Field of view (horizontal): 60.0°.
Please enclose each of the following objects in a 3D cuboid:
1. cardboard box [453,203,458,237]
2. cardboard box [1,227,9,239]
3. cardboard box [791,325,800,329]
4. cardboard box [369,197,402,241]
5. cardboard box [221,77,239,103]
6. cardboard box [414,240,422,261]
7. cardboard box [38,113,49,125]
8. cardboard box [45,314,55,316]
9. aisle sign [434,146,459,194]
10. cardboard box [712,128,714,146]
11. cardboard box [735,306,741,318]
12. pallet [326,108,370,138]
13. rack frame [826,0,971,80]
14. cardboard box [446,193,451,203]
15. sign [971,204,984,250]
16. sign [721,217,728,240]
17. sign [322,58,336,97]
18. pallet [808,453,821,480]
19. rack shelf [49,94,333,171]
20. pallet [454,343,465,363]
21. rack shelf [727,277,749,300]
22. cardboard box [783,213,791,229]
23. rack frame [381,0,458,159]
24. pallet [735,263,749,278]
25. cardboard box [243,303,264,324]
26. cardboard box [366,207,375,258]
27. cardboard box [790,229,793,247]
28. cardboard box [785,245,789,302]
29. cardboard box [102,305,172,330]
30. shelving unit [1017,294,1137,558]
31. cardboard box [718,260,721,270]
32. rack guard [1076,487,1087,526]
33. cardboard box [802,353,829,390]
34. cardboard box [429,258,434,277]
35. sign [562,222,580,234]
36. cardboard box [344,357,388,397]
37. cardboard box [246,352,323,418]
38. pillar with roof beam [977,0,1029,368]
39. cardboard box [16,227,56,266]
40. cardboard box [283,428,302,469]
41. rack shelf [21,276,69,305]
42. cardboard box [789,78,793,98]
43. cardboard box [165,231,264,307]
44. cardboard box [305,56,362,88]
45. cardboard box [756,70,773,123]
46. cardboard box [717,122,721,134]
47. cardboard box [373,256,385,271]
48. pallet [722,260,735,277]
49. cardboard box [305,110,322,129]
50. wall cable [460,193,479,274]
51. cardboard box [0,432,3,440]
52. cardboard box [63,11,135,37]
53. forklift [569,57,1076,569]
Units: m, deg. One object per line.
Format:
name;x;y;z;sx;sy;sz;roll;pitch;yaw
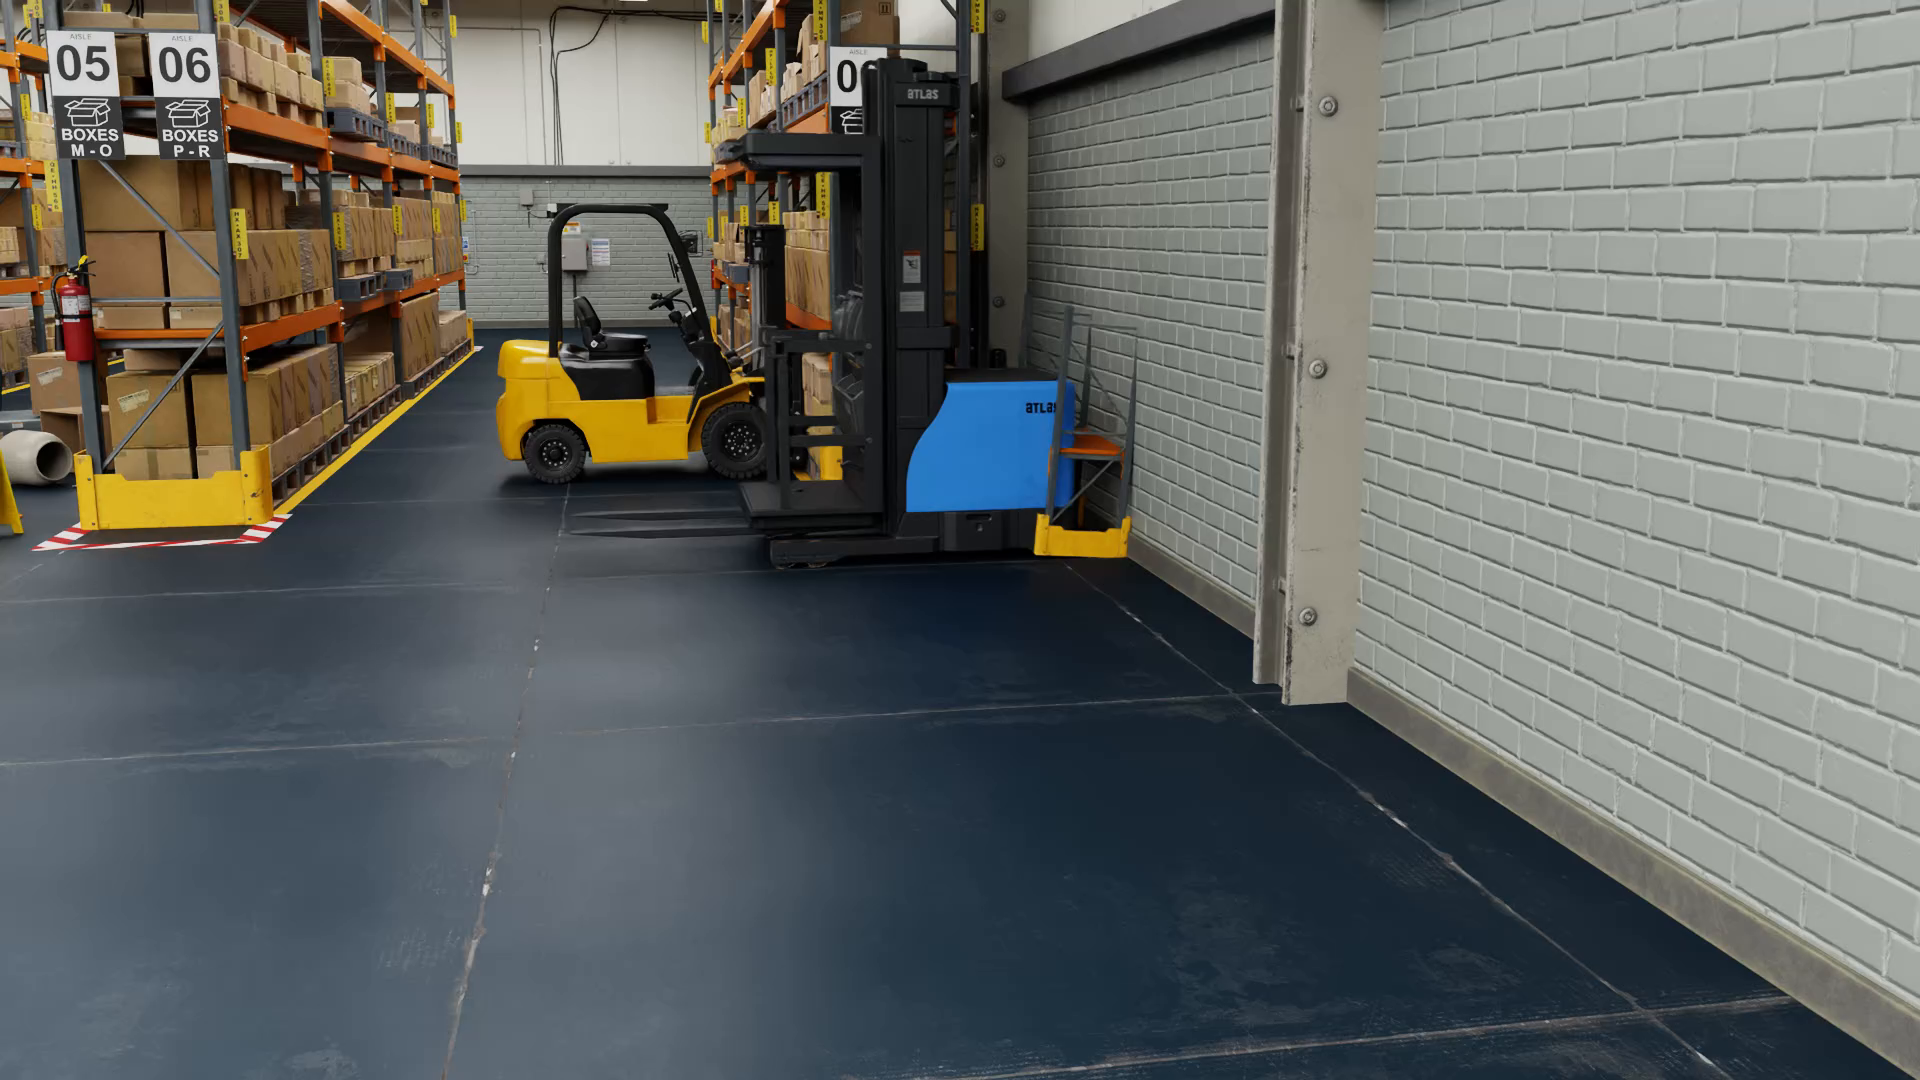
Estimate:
cardboard box;-7.947;-4.876;25.350;0.500;0.500;0.500;-2;11;-11
cardboard box;-12.140;-3.837;20.792;0.380;0.149;0.250;-2;11;-13
cardboard box;-1.873;-2.149;19.192;0.875;0.625;0.625;-2;11;-9
cardboard box;-6.705;-3.682;19.080;0.500;0.500;0.500;-2;11;-13
cardboard box;-5.039;-2.998;11.077;0.380;0.149;0.250;-2;11;-11
cardboard box;-6.975;-3.597;20.636;0.500;0.250;0.500;-2;11;-10
cardboard box;-12.412;-5.626;22.207;0.380;0.149;0.250;-2;11;-13
cardboard box;-13.472;-3.301;24.928;0.380;0.149;0.250;-3;11;-14
aisle sign;-8.115;-5.812;26.255;0.394;0.787;0.004;-2;11;-11
cardboard box;-3.617;-6.298;26.011;0.500;0.250;0.500;-2;11;-11
cardboard box;-2.950;-3.179;23.205;0.380;0.149;0.250;-2;11;-8
pallet;-6.087;-3.808;15.159;1.213;0.211;1.003;-2;11;-11
rack frame;-0.425;-4.704;11.343;1.000;3.000;0.127;-2;11;-11
cardboard box;-7.925;-5.173;25.175;0.380;0.149;0.250;-2;11;-10
sign;0.121;-2.240;11.916;0.100;0.325;0.005;-2;11;-11
sign;-3.290;-4.362;23.275;0.100;0.325;0.005;-2;11;-11
sign;-5.540;-4.058;14.589;0.100;0.325;0.005;-2;11;-11
pallet;-0.615;-0.526;12.894;1.003;0.211;1.213;-2;11;-11
rack shelf;-5.682;-3.063;12.666;1.077;0.370;4.000;-2;11;-11
pallet;-7.939;-2.773;24.702;1.003;0.211;1.213;-2;11;-11
rack shelf;-2.370;-3.237;21.607;1.077;0.370;4.000;-2;11;-11
cardboard box;-1.432;-2.935;15.297;0.380;0.149;0.250;-2;11;-10
rack frame;-8.405;-7.457;25.809;1.000;3.000;0.127;-2;11;-11
pallet;-2.364;-3.486;21.504;1.003;0.211;1.213;-2;11;-11
cardboard box;-5.191;-1.619;11.854;0.380;0.149;0.250;-2;11;-13
cardboard box;-6.172;-3.084;16.691;0.500;0.500;0.500;-3;11;-13
cardboard box;-1.294;-2.648;14.584;0.380;0.149;0.250;-2;11;-10
cardboard box;-1.373;-2.449;15.272;0.500;0.500;0.500;-2;11;-13
cardboard box;-5.576;-1.513;11.295;0.380;0.149;0.250;-2;11;-9
shelving unit;0.698;-0.742;10.467;0.587;1.500;1.083;3;11;-12
cardboard box;-3.540;-4.259;25.725;0.380;0.149;0.250;-2;11;-13
rack guard;0.543;-0.235;11.065;0.587;0.250;0.087;3;11;-12
cardboard box;-1.033;-1.362;13.388;0.500;0.250;0.500;-2;11;-10
cardboard box;-7.293;-3.630;22.145;0.500;0.250;0.500;-2;11;-12
sign;-7.530;-6.035;32.171;0.339;0.242;0.001;-2;11;-11
cardboard box;-6.598;-1.719;17.611;0.950;0.372;0.625;-2;11;-12
cardboard box;-5.492;-1.248;13.454;0.500;0.500;0.500;-2;11;-8
pillar with roof beam;-3.899;-4.708;11.364;9.100;9.000;0.400;-2;11;-11
cardboard box;-12.312;-3.873;21.960;0.500;0.500;0.500;-2;11;-12
cardboard box;-5.271;-0.683;12.493;0.500;0.250;0.500;-2;11;-9
rack shelf;-12.852;-3.591;23.467;1.077;0.370;4.000;-2;11;-11
cardboard box;-1.264;-3.862;14.222;0.380;0.149;0.250;-2;11;-9
cardboard box;-5.113;-1.868;11.424;0.500;0.500;0.500;-2;11;-12
cardboard box;-5.898;-4.374;15.572;0.500;0.250;0.500;-2;11;-12
cardboard box;-1.881;-4.674;17.549;0.500;0.500;0.500;-2;11;-10
cardboard box;-3.131;-5.639;22.762;0.380;0.149;0.250;-2;11;-9
cardboard box;-6.230;-2.887;17.389;0.380;0.149;0.250;-2;11;-10
pallet;-2.711;-3.713;22.694;1.003;0.211;1.213;-2;11;-11
cardboard box;-5.710;-3.612;14.303;0.380;0.149;0.250;-2;11;-11
wall cable;-9.525;-6.058;31.701;0.585;1.953;0.123;-2;11;-11
cardboard box;-8.018;-0.739;13.867;0.396;0.266;0.258;9;14;38
cardboard box;-5.649;-3.369;10.890;0.380;0.149;0.250;-2;11;-10
forklift;-0.859;-1.376;10.085;3.031;2.935;1.130;-2;11;-11
